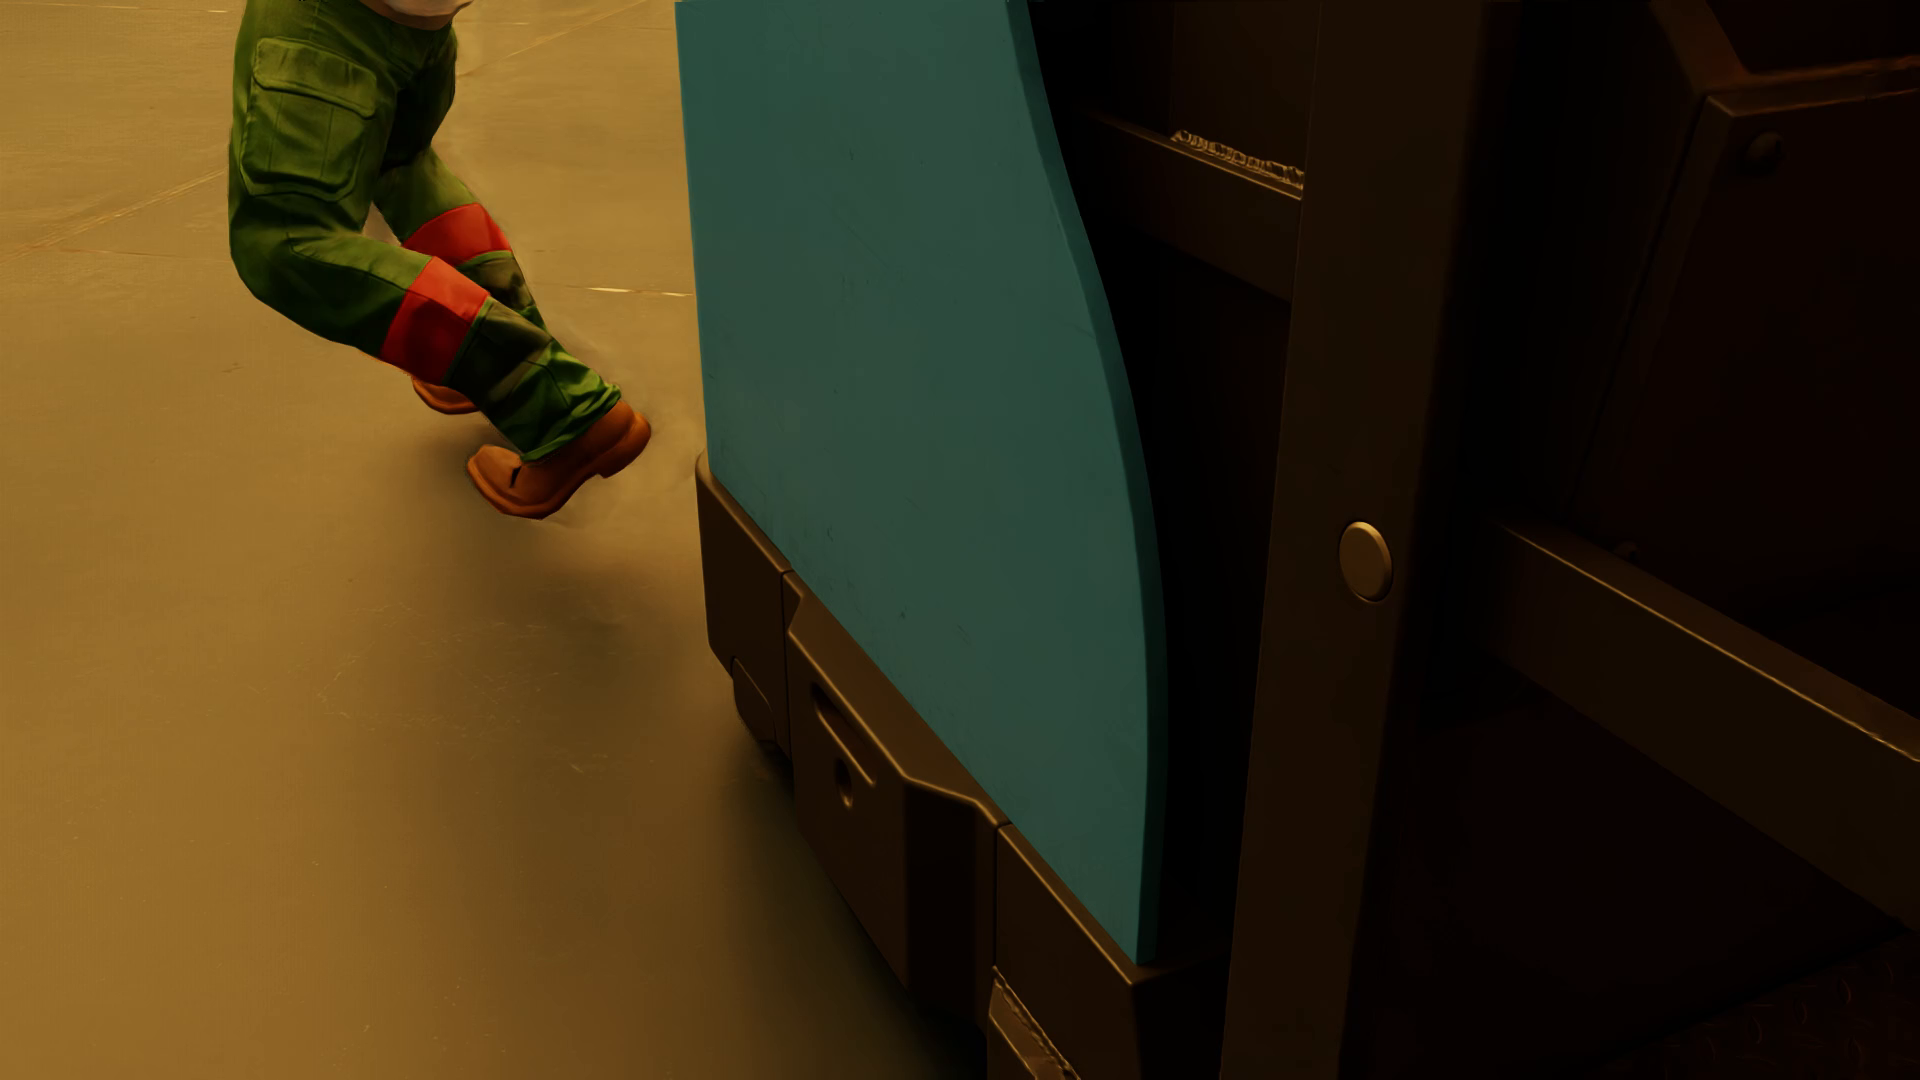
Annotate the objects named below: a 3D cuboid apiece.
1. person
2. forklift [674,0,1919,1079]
[{"bbox_3d":[-0.770,-0.907,2.511,0.722,1.545,1.099,0,27,0],"label":"person"},{"bbox_3d":[0.786,-0.641,0.517,1.130,2.935,3.031,-12,29,-23],"label":"forklift"}]
